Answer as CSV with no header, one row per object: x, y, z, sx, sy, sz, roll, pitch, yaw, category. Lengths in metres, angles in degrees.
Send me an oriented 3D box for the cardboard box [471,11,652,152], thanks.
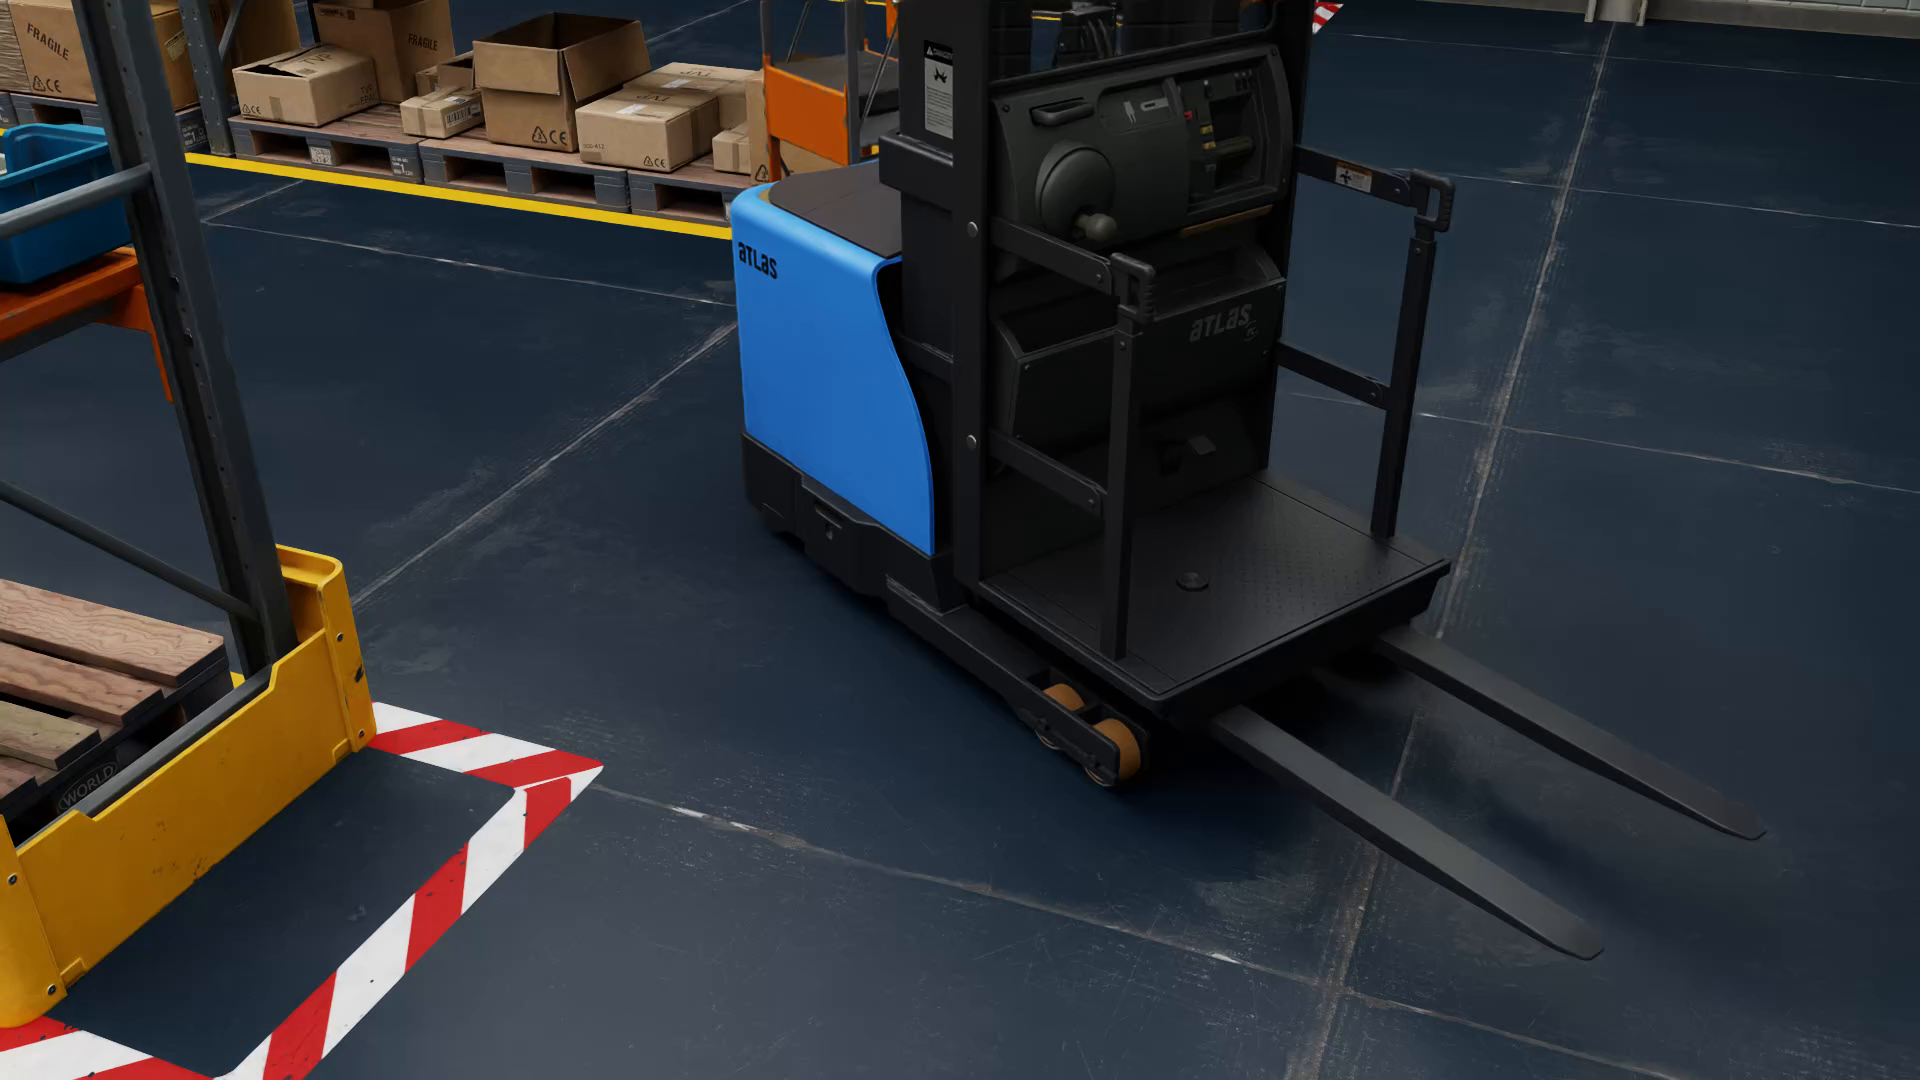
-2.011,-2.335,8.423,0.637,0.503,0.797,11,31,19,cardboard box

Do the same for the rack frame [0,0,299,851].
-1.914,-0.578,3.224,0.127,3.000,1.000,11,31,19,rack frame

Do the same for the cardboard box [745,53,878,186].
-0.644,-1.928,7.705,0.500,0.500,0.500,11,31,19,cardboard box

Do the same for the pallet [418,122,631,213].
-1.984,-2.009,8.591,1.213,0.211,1.003,11,31,19,pallet

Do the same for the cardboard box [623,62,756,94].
-1.372,-2.245,8.521,0.500,0.250,0.500,11,31,19,cardboard box

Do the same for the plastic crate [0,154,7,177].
-2.285,-0.782,3.793,0.298,0.136,0.250,11,31,19,plastic crate

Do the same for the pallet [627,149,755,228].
-0.857,-1.783,8.190,1.213,0.211,1.003,11,31,19,pallet

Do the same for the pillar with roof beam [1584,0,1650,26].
3.020,-5.639,6.081,0.400,9.000,9.100,11,31,19,pillar with roof beam

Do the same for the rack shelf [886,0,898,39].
-1.901,-2.893,8.051,4.000,0.370,1.077,11,31,19,rack shelf

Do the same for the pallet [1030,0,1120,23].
1.041,-3.994,12.101,1.213,0.211,1.003,11,31,19,pallet

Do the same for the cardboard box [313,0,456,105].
-3.120,-2.703,9.077,0.500,0.500,0.500,11,31,19,cardboard box

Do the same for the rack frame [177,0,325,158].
-3.754,-3.576,8.528,0.127,3.000,1.000,11,31,19,rack frame

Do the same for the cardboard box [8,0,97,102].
-4.774,-2.735,9.134,0.500,0.500,0.500,11,31,19,cardboard box

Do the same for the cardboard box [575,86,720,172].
-1.513,-2.008,8.102,0.500,0.250,0.500,11,31,19,cardboard box

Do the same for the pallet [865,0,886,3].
-0.086,-4.220,12.502,1.213,0.211,1.003,11,31,19,pallet

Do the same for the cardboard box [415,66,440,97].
-2.750,-2.508,9.089,0.250,0.149,0.380,11,31,19,cardboard box

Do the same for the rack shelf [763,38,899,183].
-0.331,-1.314,5.469,0.431,0.518,0.480,-21,35,-32,rack shelf

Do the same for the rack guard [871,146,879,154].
-0.118,-1.762,7.859,0.348,0.500,1.175,11,31,19,rack guard

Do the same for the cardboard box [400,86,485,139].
-2.641,-2.202,8.530,0.250,0.166,0.380,11,31,19,cardboard box

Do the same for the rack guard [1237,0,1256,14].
1.833,-4.003,11.823,0.348,0.500,1.175,11,31,19,rack guard

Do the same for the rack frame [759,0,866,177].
-0.479,-1.422,5.631,0.400,2.100,0.015,-21,35,-32,rack frame

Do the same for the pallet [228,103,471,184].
-3.118,-2.234,8.989,1.213,0.211,1.003,11,31,19,pallet

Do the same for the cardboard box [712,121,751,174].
-0.986,-1.898,7.992,0.250,0.166,0.380,11,31,19,cardboard box

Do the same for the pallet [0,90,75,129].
-5.657,-2.720,9.848,1.213,0.211,1.003,11,31,19,pallet

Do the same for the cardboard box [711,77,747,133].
-0.908,-2.153,8.358,0.500,0.250,0.500,11,31,19,cardboard box

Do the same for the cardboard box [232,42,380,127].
-3.447,-2.421,8.770,0.500,0.311,0.500,11,31,19,cardboard box

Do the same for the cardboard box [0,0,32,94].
-5.239,-2.828,9.298,0.500,0.500,0.500,12,32,20,cardboard box

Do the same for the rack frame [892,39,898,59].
-0.048,-2.836,7.219,0.127,3.000,1.000,11,31,19,rack frame

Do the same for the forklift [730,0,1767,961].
0.600,-0.936,3.927,1.130,2.935,3.031,-21,35,-32,forklift

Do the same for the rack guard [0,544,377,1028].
-1.886,0.509,3.842,0.348,0.500,1.175,11,31,19,rack guard

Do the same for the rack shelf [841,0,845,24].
-0.331,-1.924,5.125,0.431,0.518,0.480,-21,35,-32,rack shelf

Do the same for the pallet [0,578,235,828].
-2.663,0.466,4.212,1.213,0.211,1.003,11,31,19,pallet

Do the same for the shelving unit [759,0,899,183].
-0.331,-1.326,5.462,0.431,2.100,0.503,-21,35,-32,shelving unit

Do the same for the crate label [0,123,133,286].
-2.019,-0.727,3.597,0.303,0.233,0.416,11,31,19,crate label

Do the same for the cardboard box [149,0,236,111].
-4.319,-2.640,8.965,0.500,0.500,0.500,11,31,19,cardboard box

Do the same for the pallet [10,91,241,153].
-4.522,-2.495,9.450,1.213,0.211,1.003,11,31,19,pallet

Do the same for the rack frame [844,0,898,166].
-0.183,-1.231,5.293,0.400,2.100,0.015,-21,35,-32,rack frame

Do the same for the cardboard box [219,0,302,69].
-4.111,-2.880,9.390,0.500,0.500,0.500,10,31,17,cardboard box

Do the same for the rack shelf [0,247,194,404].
-3.767,-0.635,4.056,4.000,0.370,1.077,11,31,19,rack shelf

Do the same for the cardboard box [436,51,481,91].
-2.425,-2.482,8.878,0.500,0.311,0.500,11,31,19,cardboard box
